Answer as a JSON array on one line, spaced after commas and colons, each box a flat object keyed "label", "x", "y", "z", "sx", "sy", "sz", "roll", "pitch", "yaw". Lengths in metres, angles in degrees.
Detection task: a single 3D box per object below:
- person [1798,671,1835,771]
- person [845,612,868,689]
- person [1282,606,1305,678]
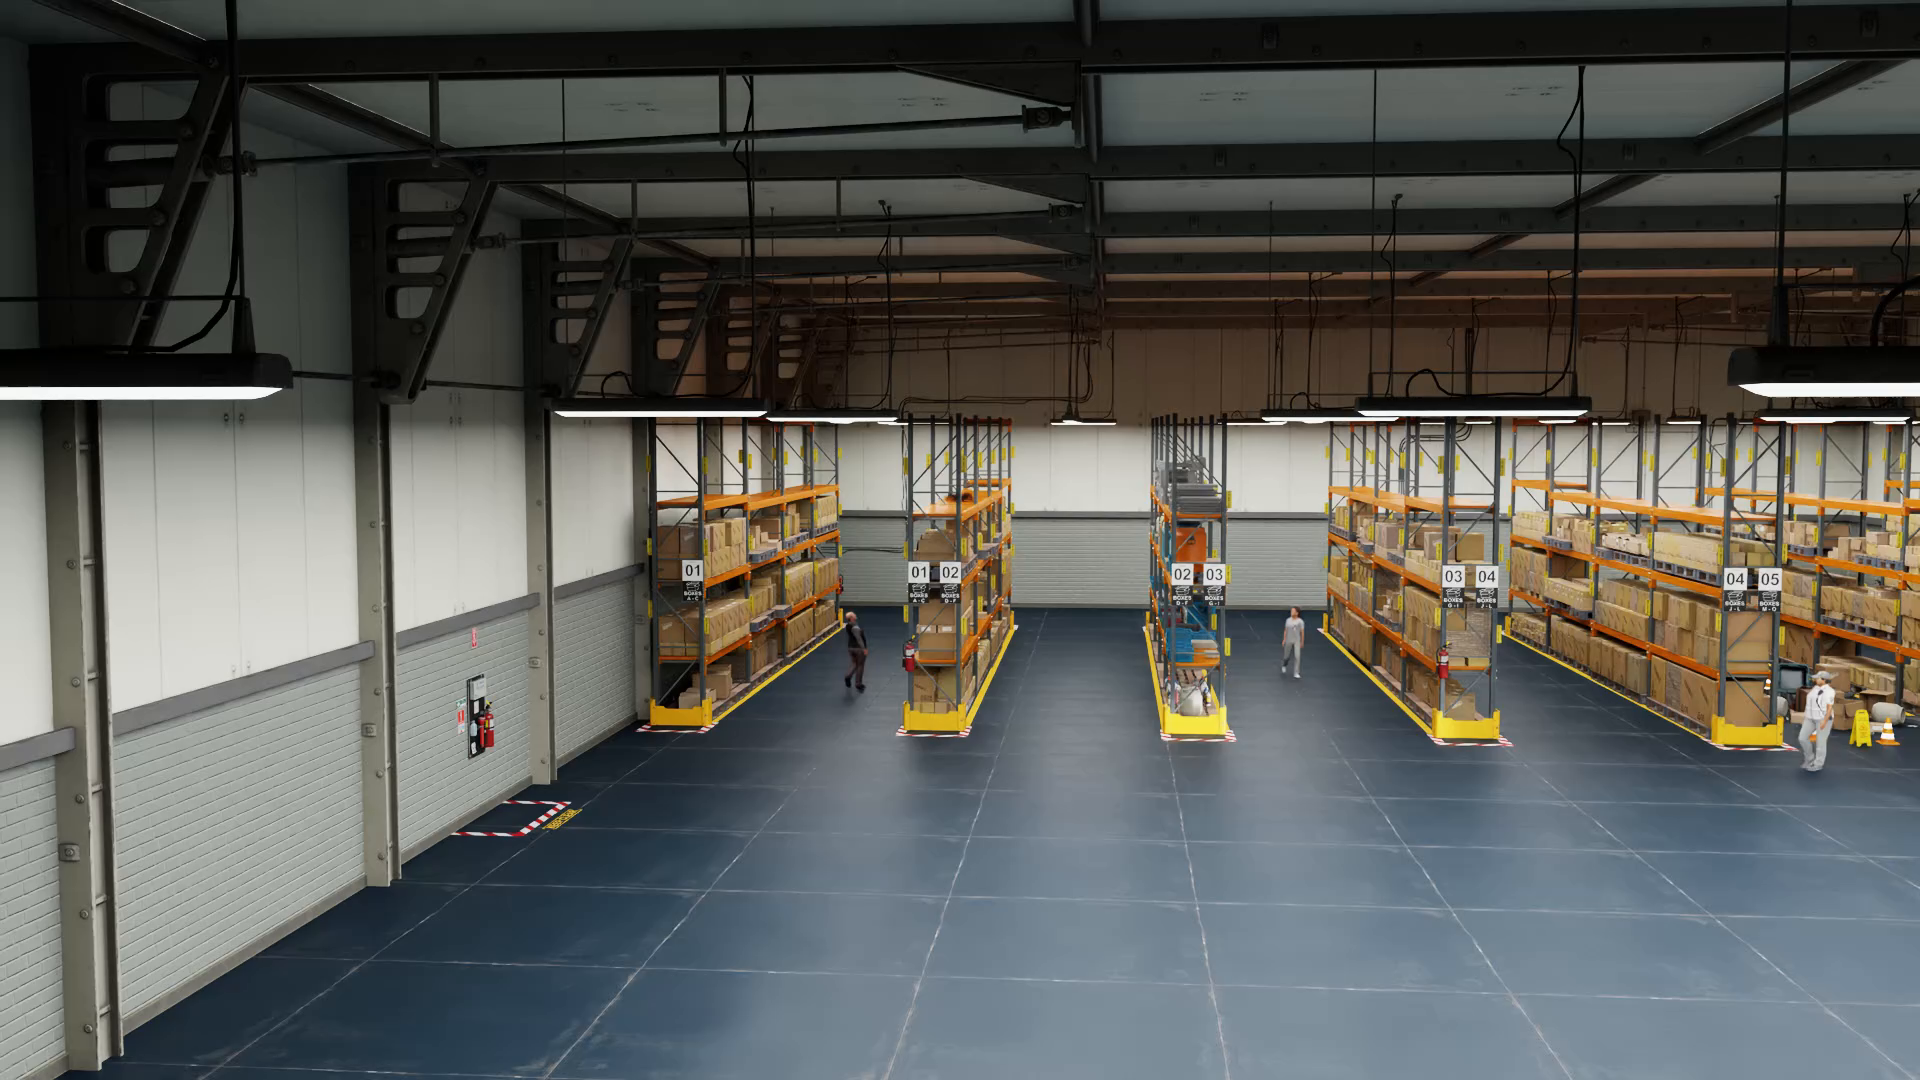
[{"label": "person", "x": 14.366, "y": 3.042, "z": 27.868, "sx": 0.463, "sy": 1.703, "sz": 0.521, "roll": -2, "pitch": 4, "yaw": -29}, {"label": "person", "x": -2.276, "y": 2.413, "z": 36.401, "sx": 0.556, "sy": 1.689, "sz": 0.524, "roll": 3, "pitch": 5, "yaw": 40}, {"label": "person", "x": 7.650, "y": 2.327, "z": 38.233, "sx": 0.494, "sy": 1.624, "sz": 0.840, "roll": 0, "pitch": 4, "yaw": 2}]
